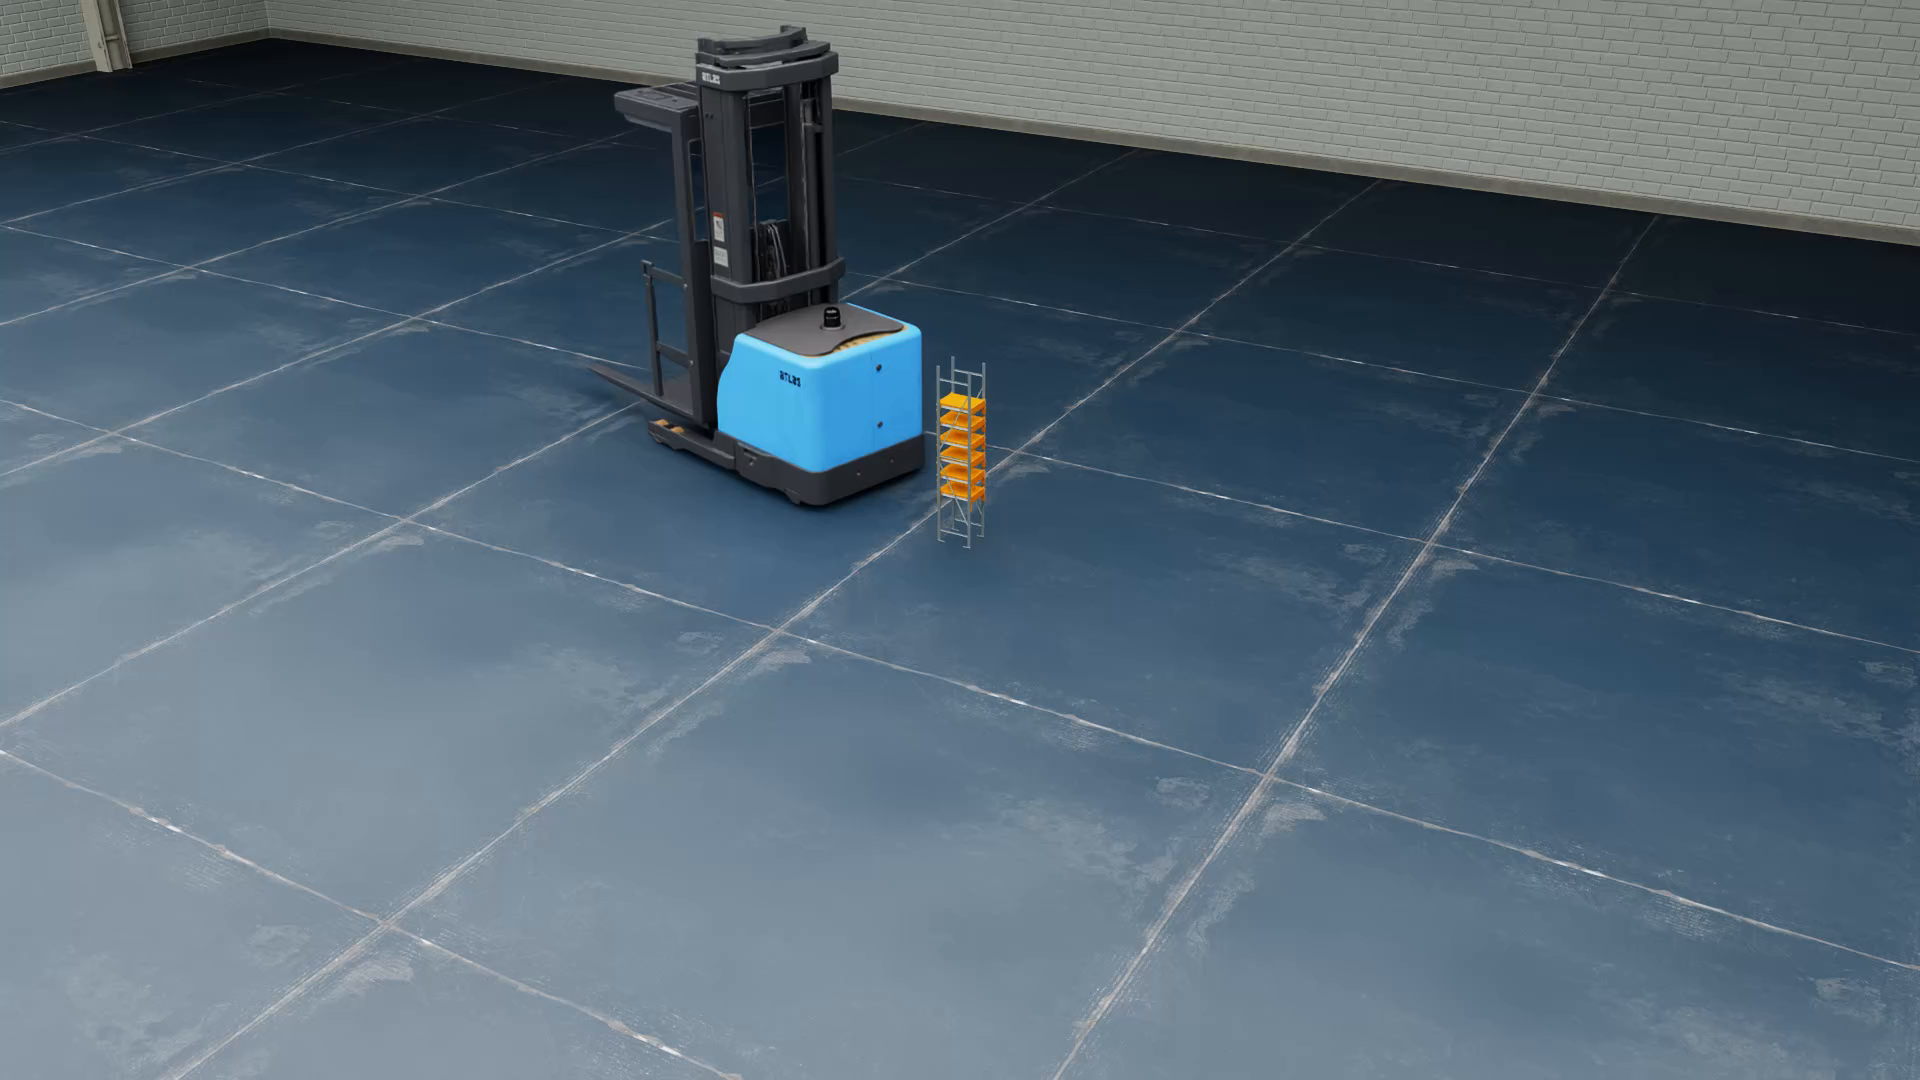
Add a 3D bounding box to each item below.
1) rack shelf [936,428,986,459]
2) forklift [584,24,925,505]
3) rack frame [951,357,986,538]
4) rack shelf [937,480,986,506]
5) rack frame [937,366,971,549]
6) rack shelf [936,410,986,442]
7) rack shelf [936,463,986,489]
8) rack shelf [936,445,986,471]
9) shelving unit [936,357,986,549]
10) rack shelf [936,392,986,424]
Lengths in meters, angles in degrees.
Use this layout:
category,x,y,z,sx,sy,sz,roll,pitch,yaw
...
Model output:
category,x,y,z,sx,sy,sz,roll,pitch,yaw
rack shelf,0.007,-0.610,10.459,0.258,0.103,0.180,14,30,26
forklift,-1.638,-2.105,11.680,1.130,2.935,3.031,-24,35,-39
rack frame,0.052,-0.578,10.564,0.240,1.200,0.006,14,30,26
rack shelf,0.007,-0.288,10.620,0.258,0.103,0.180,14,30,26
rack frame,-0.038,-0.507,10.421,0.240,1.200,0.006,14,30,26
rack shelf,0.007,-0.717,10.405,0.258,0.103,0.180,14,30,26
rack shelf,0.007,-0.395,10.566,0.258,0.103,0.180,14,30,26
rack shelf,0.007,-0.502,10.513,0.258,0.103,0.180,14,30,26
shelving unit,0.007,-0.542,10.493,0.258,1.200,0.189,14,30,26
rack shelf,0.007,-0.824,10.351,0.258,0.103,0.180,14,30,26
